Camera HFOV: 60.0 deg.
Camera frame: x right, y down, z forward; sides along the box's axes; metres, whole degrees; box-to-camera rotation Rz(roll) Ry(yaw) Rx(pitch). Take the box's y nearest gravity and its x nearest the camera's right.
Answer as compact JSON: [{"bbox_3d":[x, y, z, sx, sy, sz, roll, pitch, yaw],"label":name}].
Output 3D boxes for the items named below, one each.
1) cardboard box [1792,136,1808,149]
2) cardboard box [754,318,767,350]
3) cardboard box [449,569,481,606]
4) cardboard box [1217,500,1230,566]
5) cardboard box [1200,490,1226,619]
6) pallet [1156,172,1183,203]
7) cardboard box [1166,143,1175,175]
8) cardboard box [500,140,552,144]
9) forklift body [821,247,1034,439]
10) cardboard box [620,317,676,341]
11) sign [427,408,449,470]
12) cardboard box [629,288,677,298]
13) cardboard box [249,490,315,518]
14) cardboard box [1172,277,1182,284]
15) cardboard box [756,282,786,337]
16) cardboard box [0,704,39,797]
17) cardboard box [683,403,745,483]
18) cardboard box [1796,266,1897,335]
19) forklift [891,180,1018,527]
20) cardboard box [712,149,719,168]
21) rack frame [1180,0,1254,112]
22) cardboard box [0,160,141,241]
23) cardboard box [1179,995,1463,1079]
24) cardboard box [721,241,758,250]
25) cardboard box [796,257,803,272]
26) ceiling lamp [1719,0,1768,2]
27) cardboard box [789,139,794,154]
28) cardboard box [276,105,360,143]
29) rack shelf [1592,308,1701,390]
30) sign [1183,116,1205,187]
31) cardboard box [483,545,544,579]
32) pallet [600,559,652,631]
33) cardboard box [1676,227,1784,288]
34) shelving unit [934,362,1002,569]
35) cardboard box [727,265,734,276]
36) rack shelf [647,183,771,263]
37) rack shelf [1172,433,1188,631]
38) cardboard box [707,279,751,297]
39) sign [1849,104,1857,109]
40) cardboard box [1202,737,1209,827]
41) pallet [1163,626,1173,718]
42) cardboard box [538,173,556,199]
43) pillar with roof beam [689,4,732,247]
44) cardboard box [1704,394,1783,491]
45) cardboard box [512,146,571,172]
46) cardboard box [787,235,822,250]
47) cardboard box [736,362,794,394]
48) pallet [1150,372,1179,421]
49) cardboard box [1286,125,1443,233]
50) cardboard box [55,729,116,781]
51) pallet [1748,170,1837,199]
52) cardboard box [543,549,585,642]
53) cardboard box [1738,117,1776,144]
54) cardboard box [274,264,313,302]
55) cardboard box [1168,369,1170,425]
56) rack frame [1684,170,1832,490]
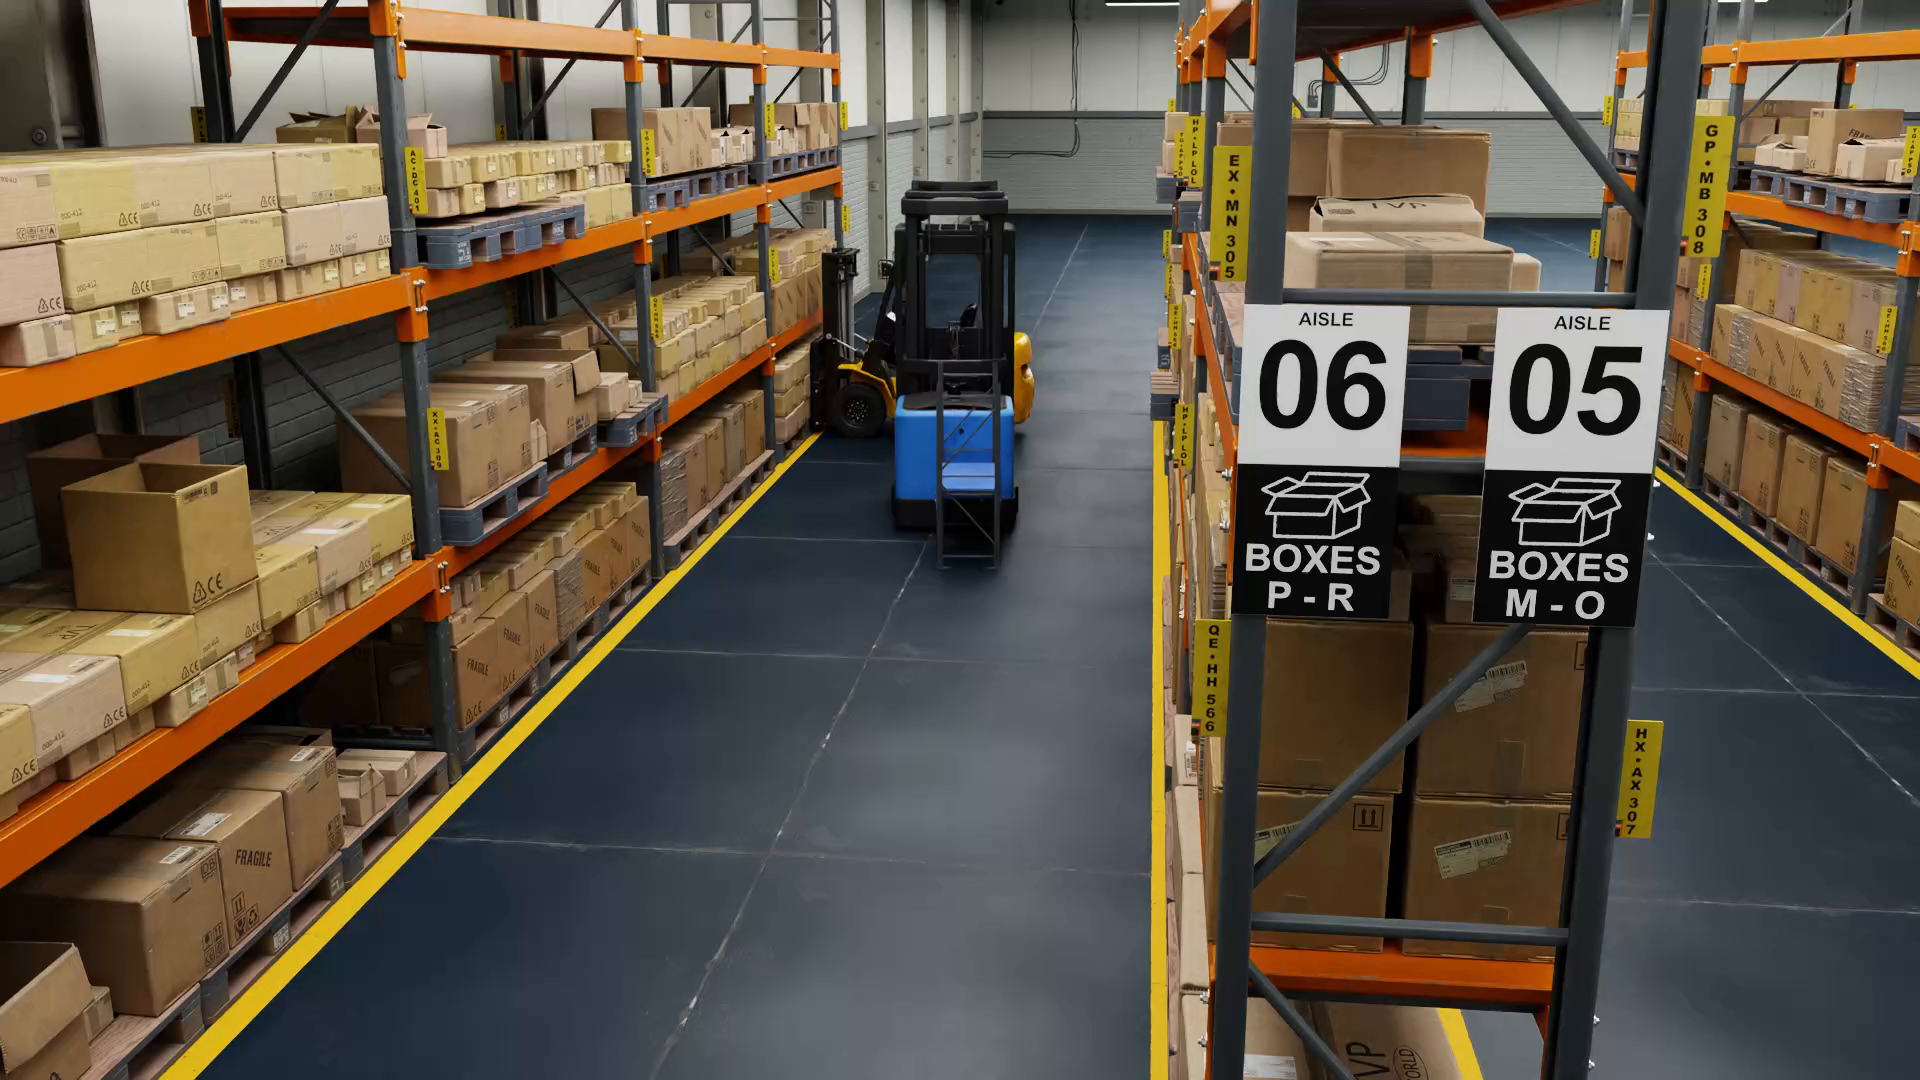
[{"bbox_3d":[7.566,-3.372,14.431,0.500,0.250,0.500,2,15,7],"label":"cardboard box"},{"bbox_3d":[-2.172,-1.987,16.053,0.500,0.250,0.500,2,15,8],"label":"cardboard box"},{"bbox_3d":[-2.991,0.270,9.589,0.380,0.149,0.250,1,15,4],"label":"cardboard box"},{"bbox_3d":[0.995,-0.020,5.139,0.380,0.149,0.250,2,15,6],"label":"cardboard box"},{"bbox_3d":[1.110,0.132,5.821,0.500,0.500,0.500,2,15,6],"label":"cardboard box"},{"bbox_3d":[2.268,-2.984,14.065,1.213,0.211,1.003,2,15,6],"label":"pallet"},{"bbox_3d":[2.002,-3.229,14.093,0.500,0.250,0.500,2,15,6],"label":"cardboard box"},{"bbox_3d":[-3.143,-2.785,11.923,0.380,0.149,0.250,1,15,4],"label":"cardboard box"},{"bbox_3d":[-0.325,-2.280,18.475,2.313,2.155,1.214,2,15,6],"label":"forklift body"},{"bbox_3d":[-2.469,-1.665,13.141,0.380,0.149,0.250,2,15,7],"label":"cardboard box"},{"bbox_3d":[-2.738,-0.527,8.707,0.100,0.325,0.005,2,15,6],"label":"sign"},{"bbox_3d":[-2.801,-2.211,15.159,0.380,0.149,0.250,2,15,6],"label":"cardboard box"},{"bbox_3d":[-3.602,-0.074,8.407,0.500,0.250,0.500,2,15,6],"label":"cardboard box"},{"bbox_3d":[2.047,-1.943,14.036,0.500,0.500,0.500,1,15,4],"label":"cardboard box"},{"bbox_3d":[-2.066,-2.354,16.929,0.500,0.500,0.500,1,15,5],"label":"cardboard box"},{"bbox_3d":[-3.410,0.733,5.422,0.500,0.250,0.500,2,15,7],"label":"cardboard box"},{"bbox_3d":[-2.518,-0.918,15.555,0.875,0.625,0.625,2,15,6],"label":"cardboard box"},{"bbox_3d":[7.265,-1.940,13.483,0.700,0.500,0.500,2,15,6],"label":"cardboard box"},{"bbox_3d":[-0.046,-1.855,15.407,1.130,2.935,3.031,0,15,0],"label":"forklift"},{"bbox_3d":[-2.285,-3.282,14.291,0.380,0.149,0.250,2,15,6],"label":"cardboard box"},{"bbox_3d":[2.557,-4.949,15.225,1.000,3.000,0.127,2,15,6],"label":"rack frame"},{"bbox_3d":[-3.311,-1.216,5.926,0.500,0.250,0.500,1,15,5],"label":"cardboard box"},{"bbox_3d":[1.178,1.919,5.422,0.875,0.438,0.875,1,15,4],"label":"cardboard box"},{"bbox_3d":[-2.403,-3.191,18.212,0.380,0.149,0.250,2,15,8],"label":"cardboard box"},{"bbox_3d":[-1.905,-2.966,17.949,0.380,0.149,0.250,1,15,4],"label":"cardboard box"},{"bbox_3d":[19.128,-15.009,41.244,2.000,3.185,0.800,2,15,6],"label":"ceiling lamp"},{"bbox_3d":[-1.936,-4.083,17.253,0.380,0.149,0.250,2,15,8],"label":"cardboard box"},{"bbox_3d":[-3.312,-2.126,8.653,0.396,0.266,0.258,1,15,5],"label":"cardboard box"},{"bbox_3d":[7.713,-2.105,17.578,1.077,0.370,4.000,2,15,6],"label":"rack shelf"},{"bbox_3d":[1.114,-1.841,7.884,0.100,0.325,0.005,2,15,6],"label":"sign"},{"bbox_3d":[-2.888,0.142,10.633,0.380,0.149,0.250,2,15,8],"label":"cardboard box"},{"bbox_3d":[-2.948,0.378,12.360,1.003,0.211,1.213,2,15,6],"label":"pallet"},{"bbox_3d":[7.509,-2.768,16.296,0.875,0.550,0.550,2,15,6],"label":"cardboard box"},{"bbox_3d":[0.067,-0.628,13.611,0.538,1.500,1.048,0,15,0],"label":"shelving unit"},{"bbox_3d":[-2.562,-2.785,17.281,0.380,0.149,0.250,2,15,8],"label":"cardboard box"},{"bbox_3d":[-2.601,-2.780,14.329,1.077,0.370,4.000,2,15,6],"label":"rack shelf"},{"bbox_3d":[1.880,-0.150,10.347,1.077,0.370,4.000,2,15,6],"label":"rack shelf"},{"bbox_3d":[-2.204,-2.397,15.846,0.380,0.149,0.250,1,15,5],"label":"cardboard box"},{"bbox_3d":[8.027,-3.769,15.016,0.100,0.325,0.005,2,15,6],"label":"sign"},{"bbox_3d":[1.066,0.748,5.456,0.500,0.500,0.500,1,15,5],"label":"cardboard box"},{"bbox_3d":[1.802,0.848,10.620,1.003,0.211,1.213,2,15,6],"label":"pallet"},{"bbox_3d":[-2.701,-2.166,10.166,0.380,0.149,0.250,2,15,8],"label":"cardboard box"},{"bbox_3d":[1.380,-5.851,18.560,9.100,9.000,0.400,2,15,6],"label":"pillar with roof beam"},{"bbox_3d":[7.506,-0.887,15.199,1.050,0.750,0.750,2,15,6],"label":"cardboard box"},{"bbox_3d":[-2.718,-2.438,10.639,0.380,0.149,0.250,2,15,6],"label":"cardboard box"},{"bbox_3d":[-1.776,-3.375,18.892,0.380,0.149,0.250,2,15,8],"label":"cardboard box"},{"bbox_3d":[-2.009,-1.673,17.149,0.500,0.250,0.500,1,15,5],"label":"cardboard box"},{"bbox_3d":[2.080,-1.111,12.892,1.213,0.211,1.003,2,15,6],"label":"pallet"},{"bbox_3d":[1.534,-1.376,6.565,0.797,0.503,0.637,3,15,11],"label":"cardboard box"},{"bbox_3d":[-3.352,0.758,6.094,0.380,0.149,0.250,2,15,8],"label":"cardboard box"},{"bbox_3d":[7.433,-3.050,14.314,0.805,0.209,1.217,1,15,4],"label":"pallet"},{"bbox_3d":[-2.824,0.360,11.070,0.500,0.500,0.500,1,15,4],"label":"cardboard box"},{"bbox_3d":[7.287,-3.839,15.587,0.500,0.250,0.500,2,15,6],"label":"cardboard box"},{"bbox_3d":[-3.127,-1.152,7.410,0.380,0.149,0.250,2,15,6],"label":"cardboard box"},{"bbox_3d":[2.357,-1.452,16.811,0.500,0.500,0.500,1,15,5],"label":"cardboard box"},{"bbox_3d":[7.487,-1.933,15.566,1.000,3.000,0.127,2,15,6],"label":"rack frame"}]
